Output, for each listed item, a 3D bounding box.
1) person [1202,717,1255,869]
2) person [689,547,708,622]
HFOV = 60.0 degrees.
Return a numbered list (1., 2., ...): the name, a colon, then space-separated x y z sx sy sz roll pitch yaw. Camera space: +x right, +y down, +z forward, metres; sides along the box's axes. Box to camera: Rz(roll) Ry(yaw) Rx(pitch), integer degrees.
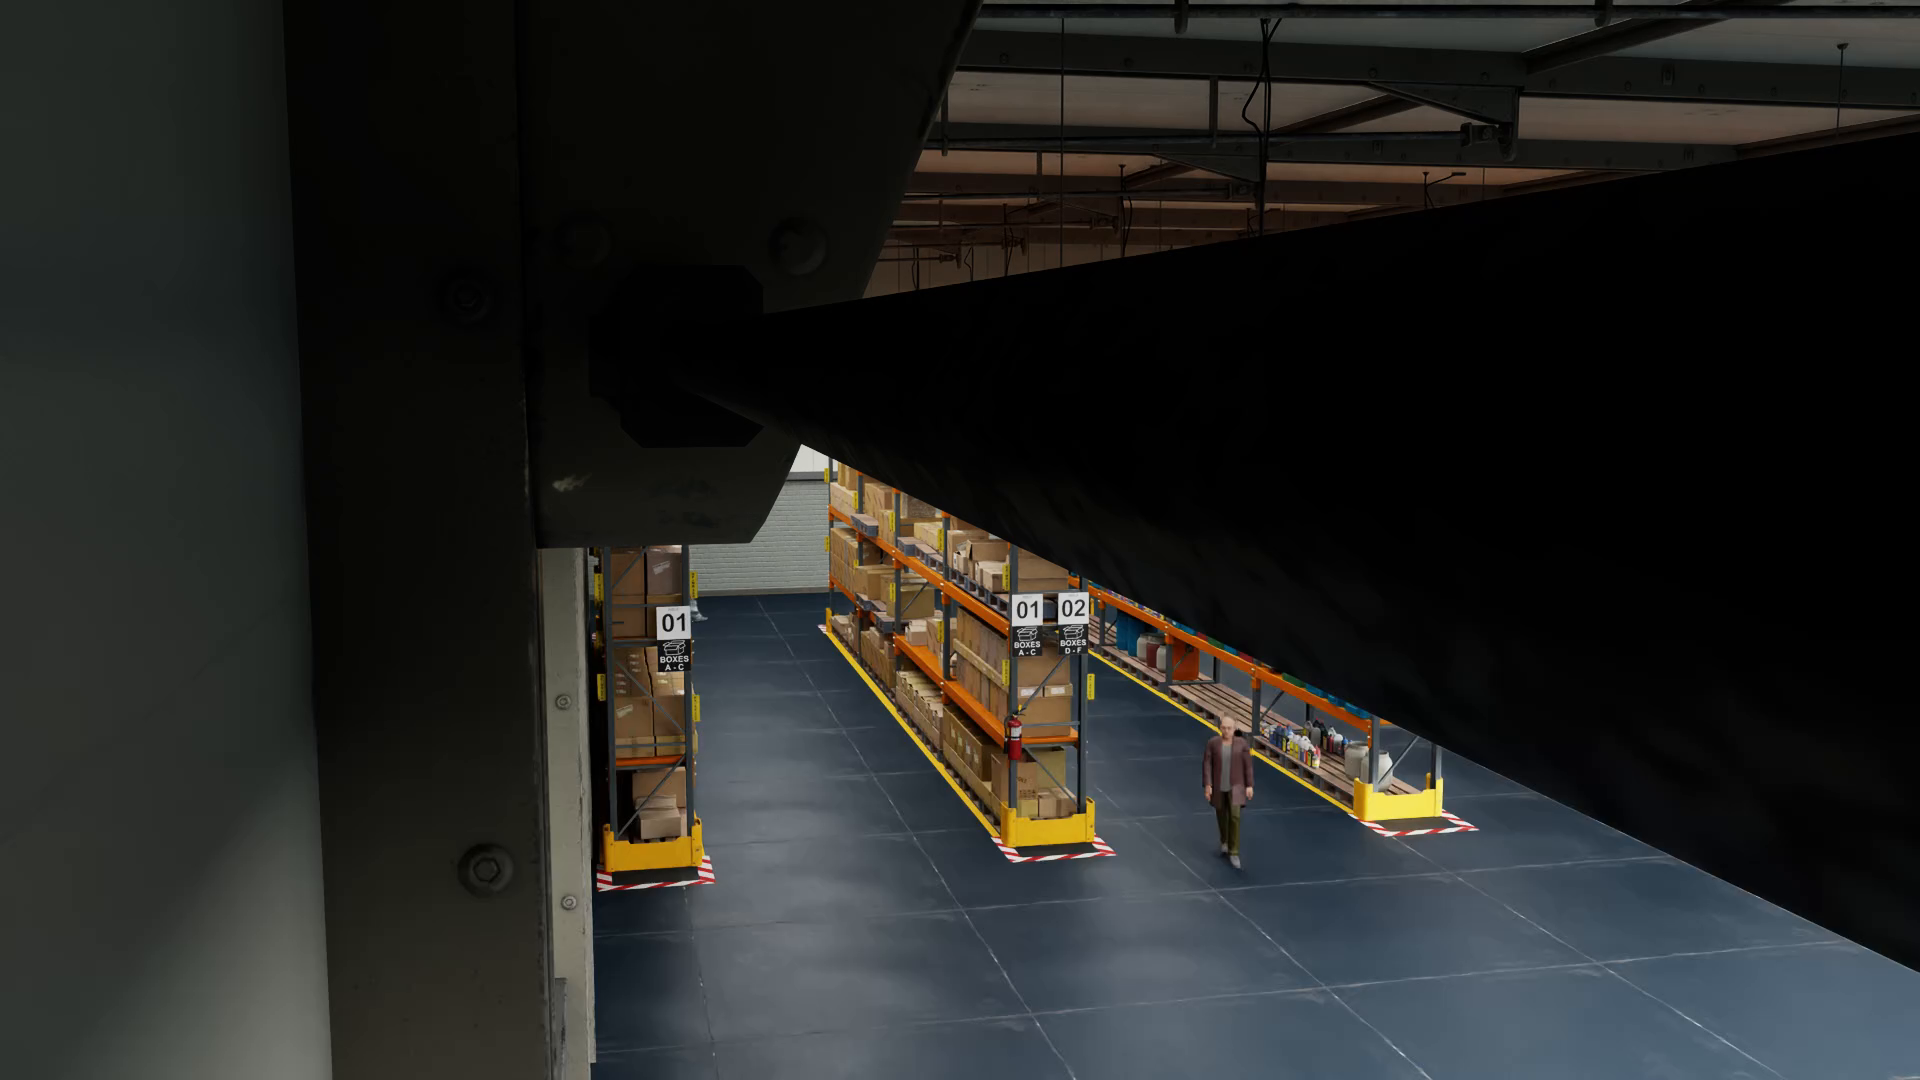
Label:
1. person: 3.254 3.035 20.302 0.621 1.744 0.985 3 7 20
2. person: -6.266 0.996 37.787 1.138 1.731 0.505 0 7 2
